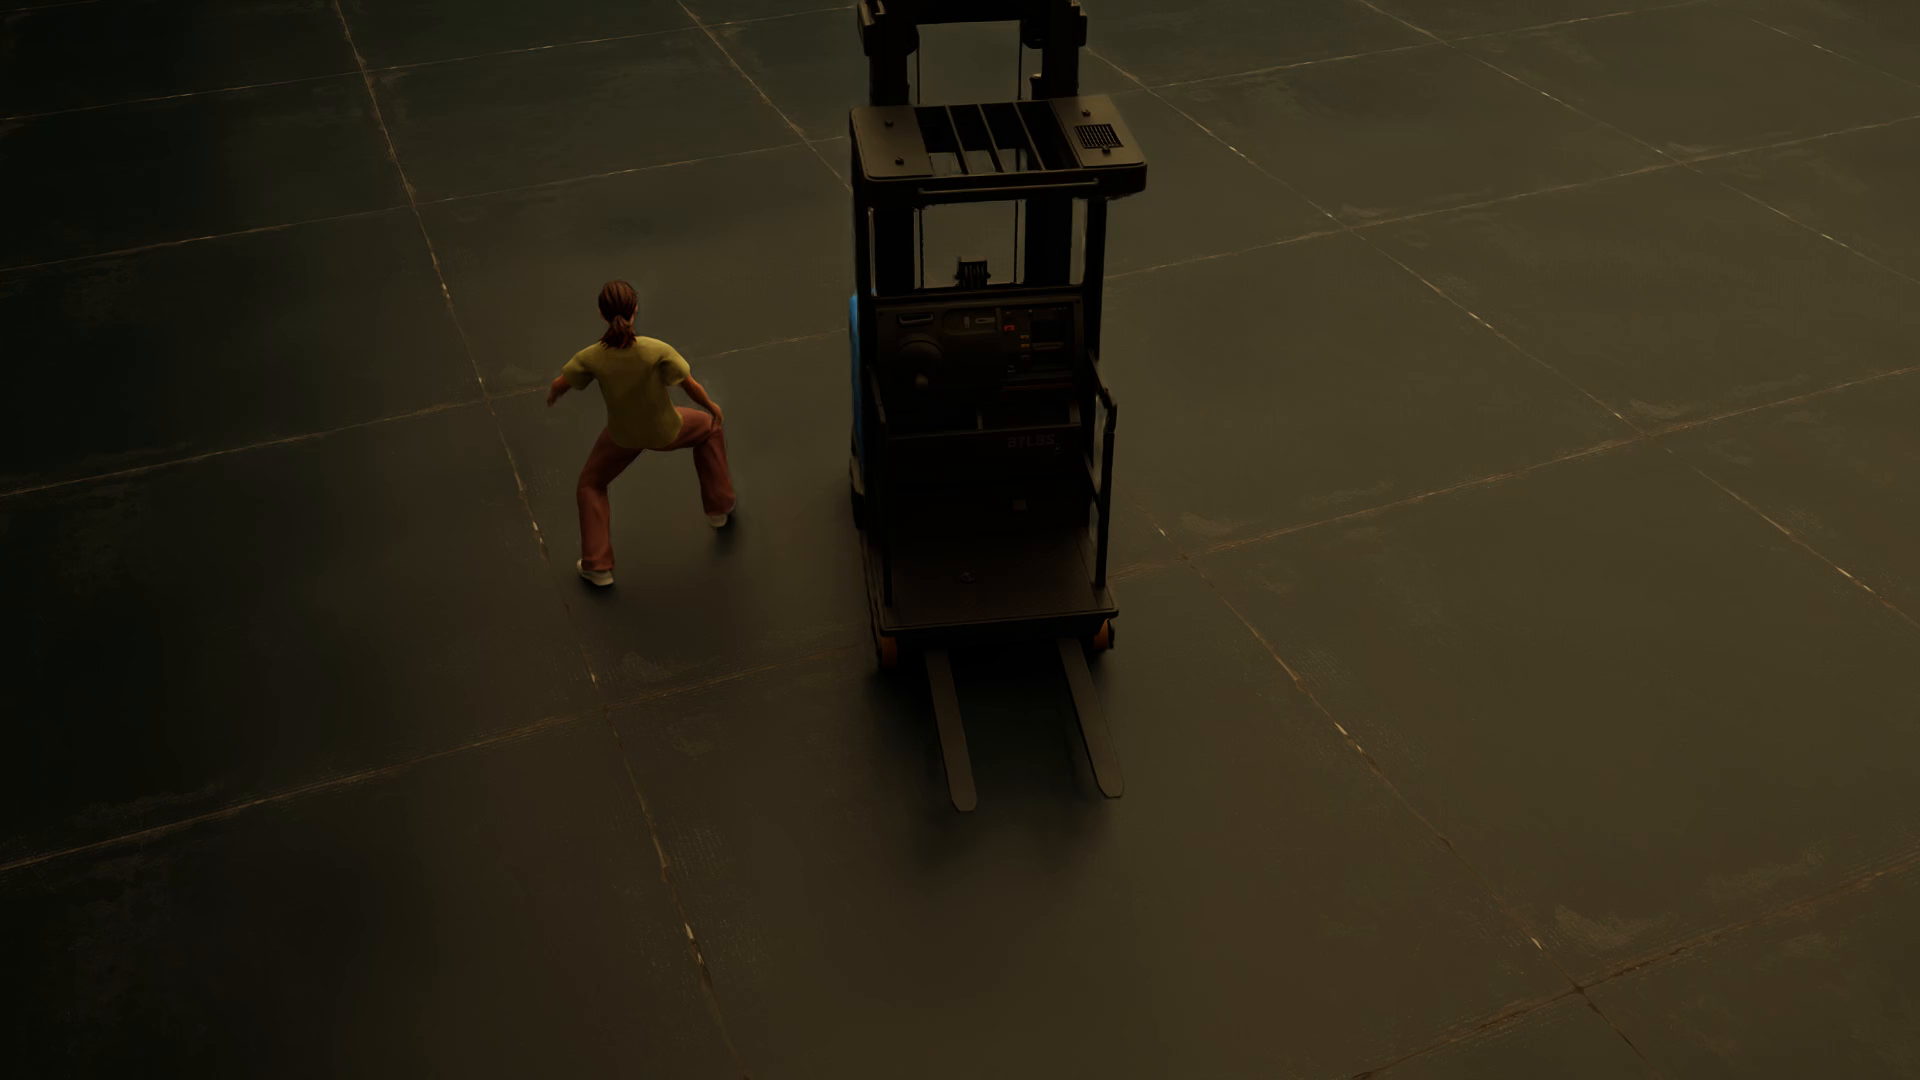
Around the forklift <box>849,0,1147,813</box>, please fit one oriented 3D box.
[{"bbox_3d":[0.123,-0.811,7.239,1.130,2.935,3.031,-5,36,-6],"label":"forklift"}]

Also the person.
[{"bbox_3d":[-1.601,-0.572,8.143,0.884,1.551,0.709,-2,35,-2],"label":"person"}]
